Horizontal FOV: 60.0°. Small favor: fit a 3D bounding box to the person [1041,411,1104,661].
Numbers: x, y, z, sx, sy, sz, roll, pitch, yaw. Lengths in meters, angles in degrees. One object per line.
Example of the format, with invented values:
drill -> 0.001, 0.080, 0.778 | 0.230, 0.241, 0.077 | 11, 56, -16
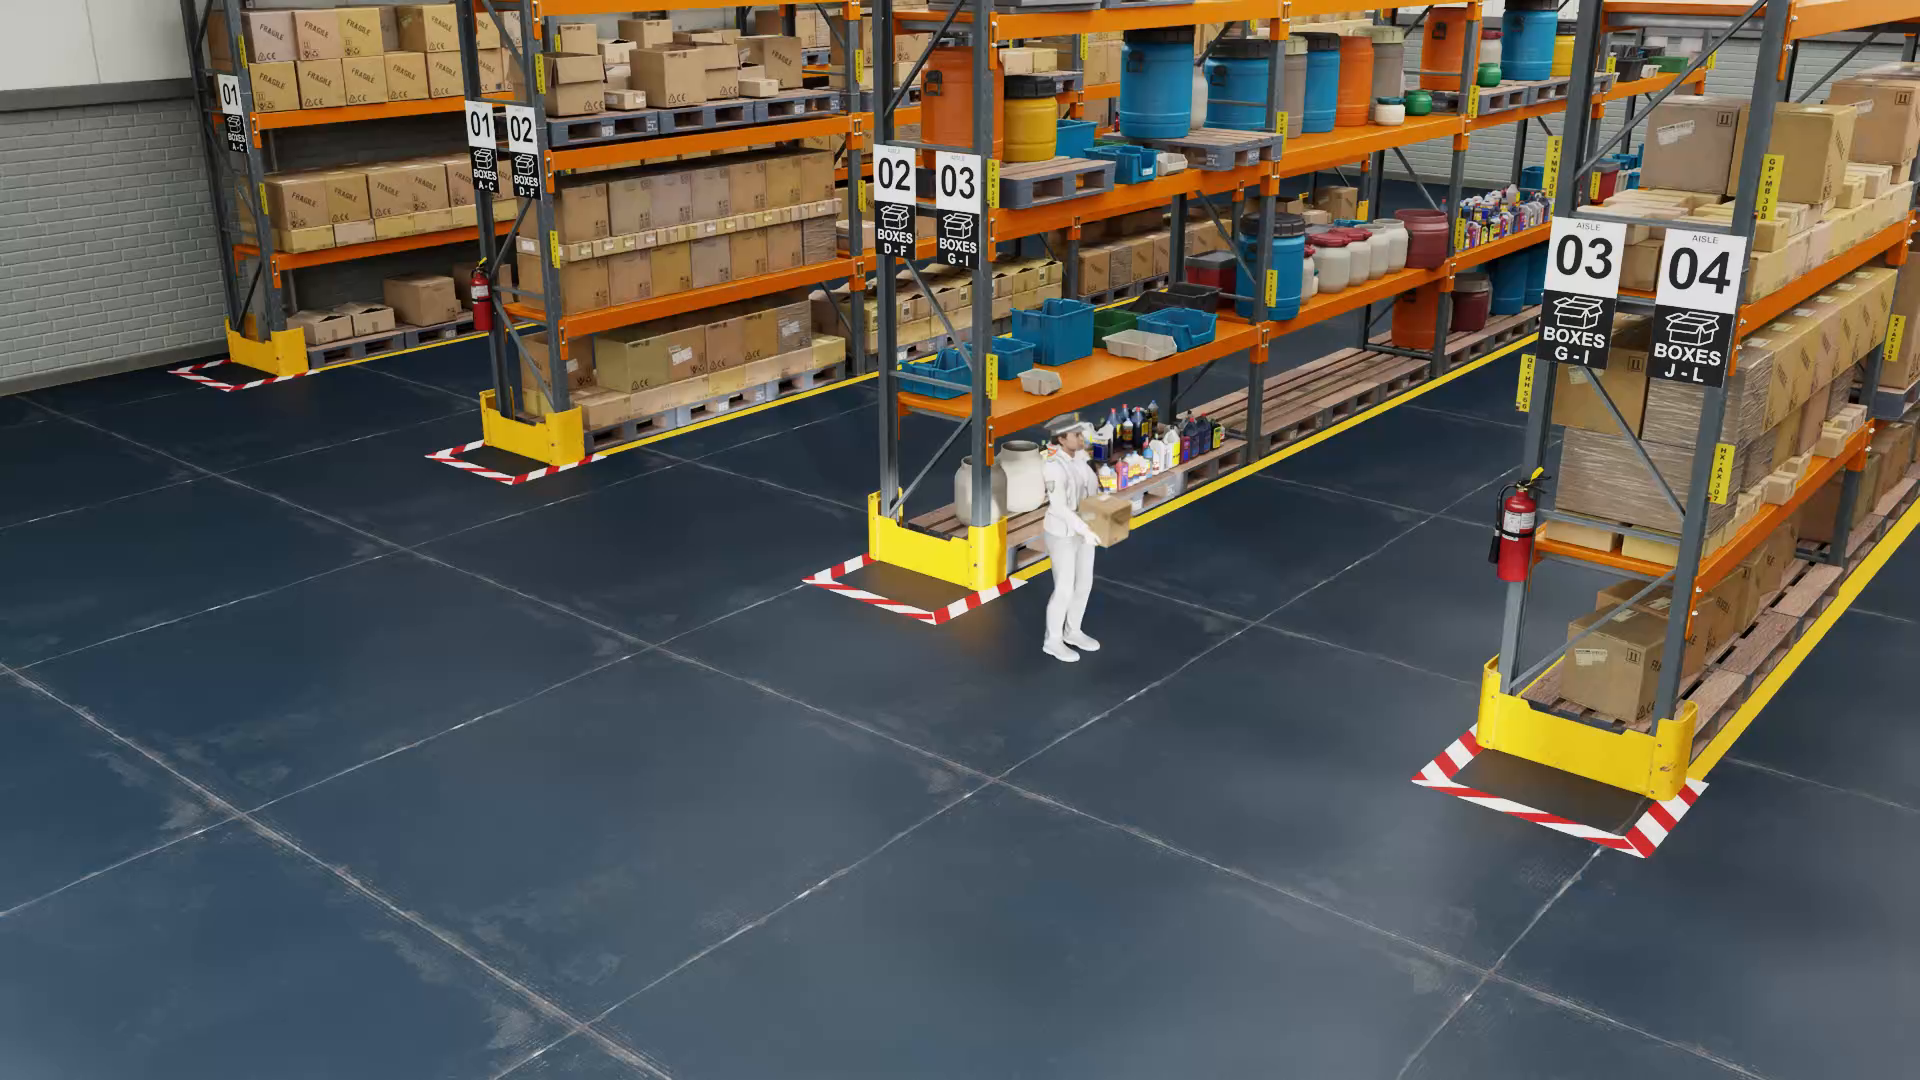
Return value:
person -> 0.793, -0.027, 11.111 | 0.557, 1.686, 0.460 | 16, 26, 37
